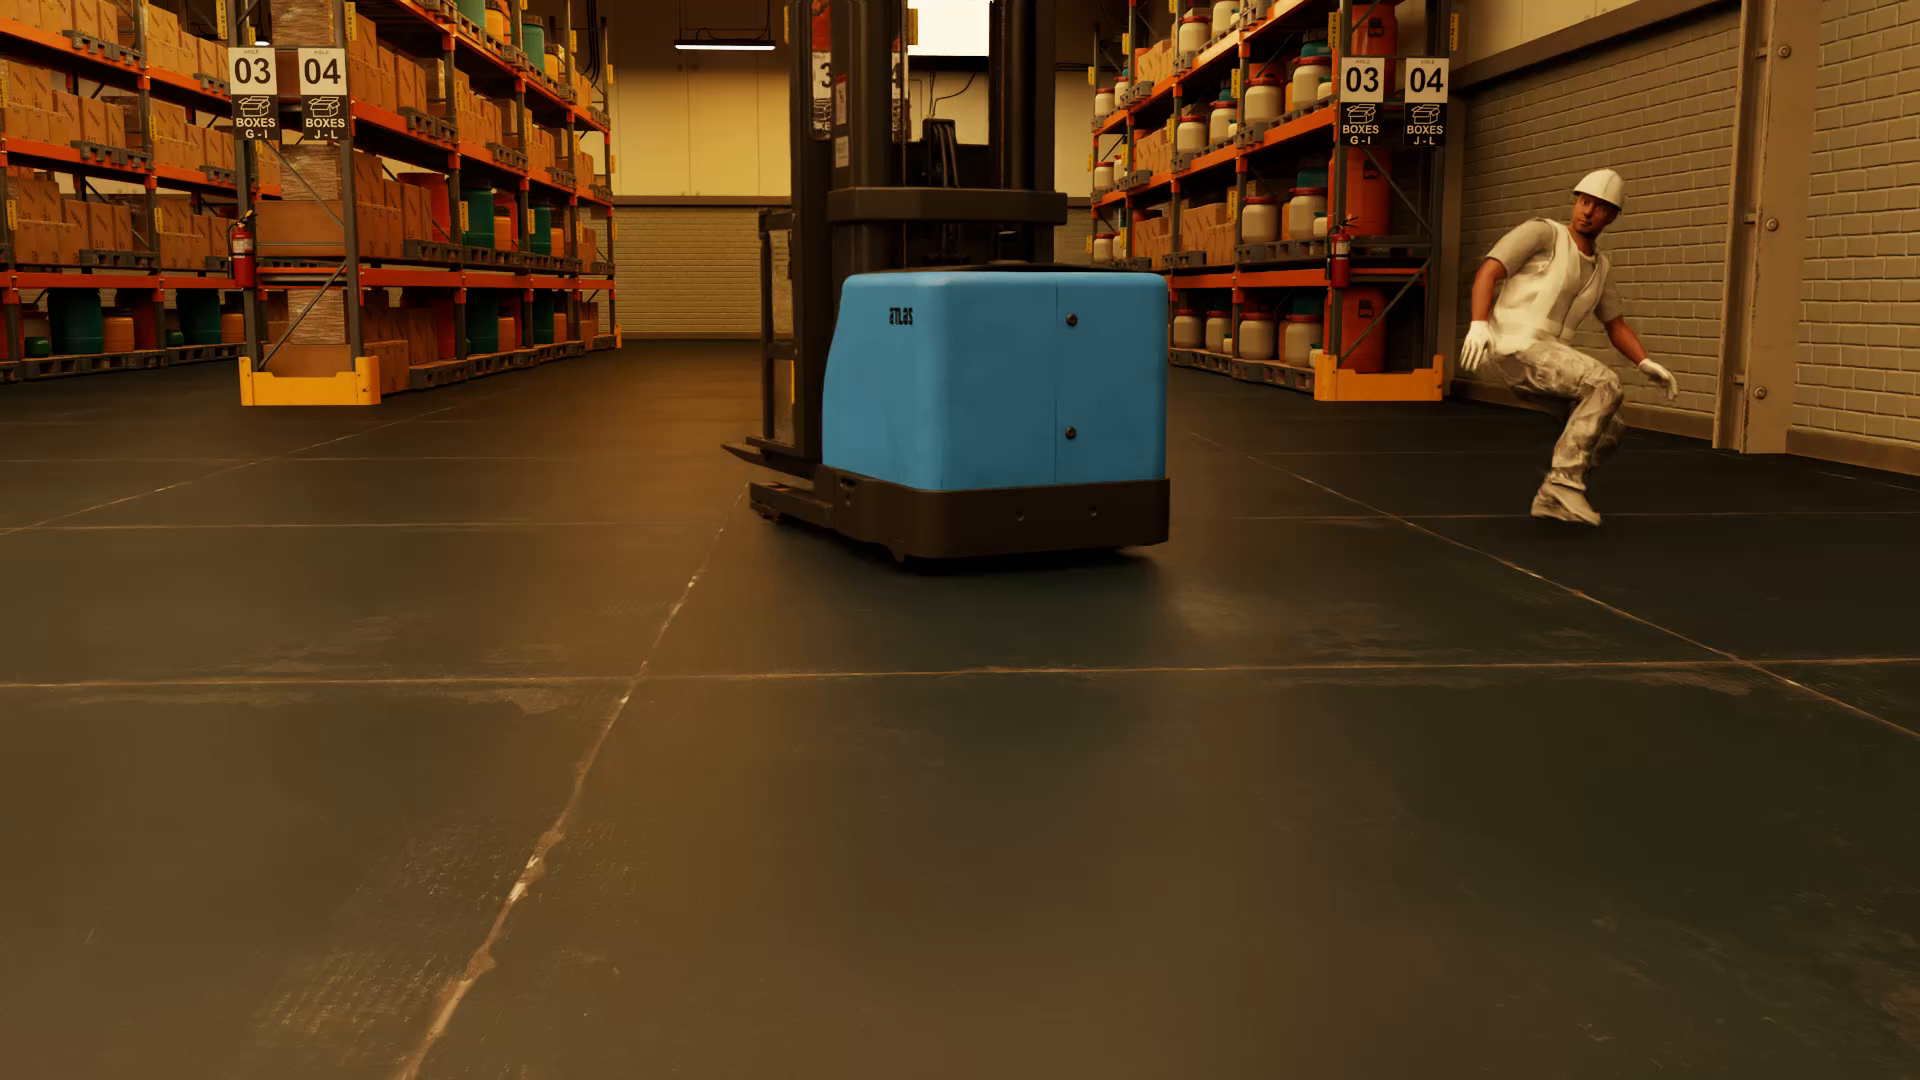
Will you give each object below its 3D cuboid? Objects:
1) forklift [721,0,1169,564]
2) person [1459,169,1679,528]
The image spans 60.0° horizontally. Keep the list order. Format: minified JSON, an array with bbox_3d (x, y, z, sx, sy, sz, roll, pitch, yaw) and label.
[{"bbox_3d":[-0.289,-1.541,7.207,1.130,2.935,3.031,-4,9,-25],"label":"forklift"},{"bbox_3d":[2.599,-0.792,7.065,0.719,1.540,0.822,8,12,43],"label":"person"}]
